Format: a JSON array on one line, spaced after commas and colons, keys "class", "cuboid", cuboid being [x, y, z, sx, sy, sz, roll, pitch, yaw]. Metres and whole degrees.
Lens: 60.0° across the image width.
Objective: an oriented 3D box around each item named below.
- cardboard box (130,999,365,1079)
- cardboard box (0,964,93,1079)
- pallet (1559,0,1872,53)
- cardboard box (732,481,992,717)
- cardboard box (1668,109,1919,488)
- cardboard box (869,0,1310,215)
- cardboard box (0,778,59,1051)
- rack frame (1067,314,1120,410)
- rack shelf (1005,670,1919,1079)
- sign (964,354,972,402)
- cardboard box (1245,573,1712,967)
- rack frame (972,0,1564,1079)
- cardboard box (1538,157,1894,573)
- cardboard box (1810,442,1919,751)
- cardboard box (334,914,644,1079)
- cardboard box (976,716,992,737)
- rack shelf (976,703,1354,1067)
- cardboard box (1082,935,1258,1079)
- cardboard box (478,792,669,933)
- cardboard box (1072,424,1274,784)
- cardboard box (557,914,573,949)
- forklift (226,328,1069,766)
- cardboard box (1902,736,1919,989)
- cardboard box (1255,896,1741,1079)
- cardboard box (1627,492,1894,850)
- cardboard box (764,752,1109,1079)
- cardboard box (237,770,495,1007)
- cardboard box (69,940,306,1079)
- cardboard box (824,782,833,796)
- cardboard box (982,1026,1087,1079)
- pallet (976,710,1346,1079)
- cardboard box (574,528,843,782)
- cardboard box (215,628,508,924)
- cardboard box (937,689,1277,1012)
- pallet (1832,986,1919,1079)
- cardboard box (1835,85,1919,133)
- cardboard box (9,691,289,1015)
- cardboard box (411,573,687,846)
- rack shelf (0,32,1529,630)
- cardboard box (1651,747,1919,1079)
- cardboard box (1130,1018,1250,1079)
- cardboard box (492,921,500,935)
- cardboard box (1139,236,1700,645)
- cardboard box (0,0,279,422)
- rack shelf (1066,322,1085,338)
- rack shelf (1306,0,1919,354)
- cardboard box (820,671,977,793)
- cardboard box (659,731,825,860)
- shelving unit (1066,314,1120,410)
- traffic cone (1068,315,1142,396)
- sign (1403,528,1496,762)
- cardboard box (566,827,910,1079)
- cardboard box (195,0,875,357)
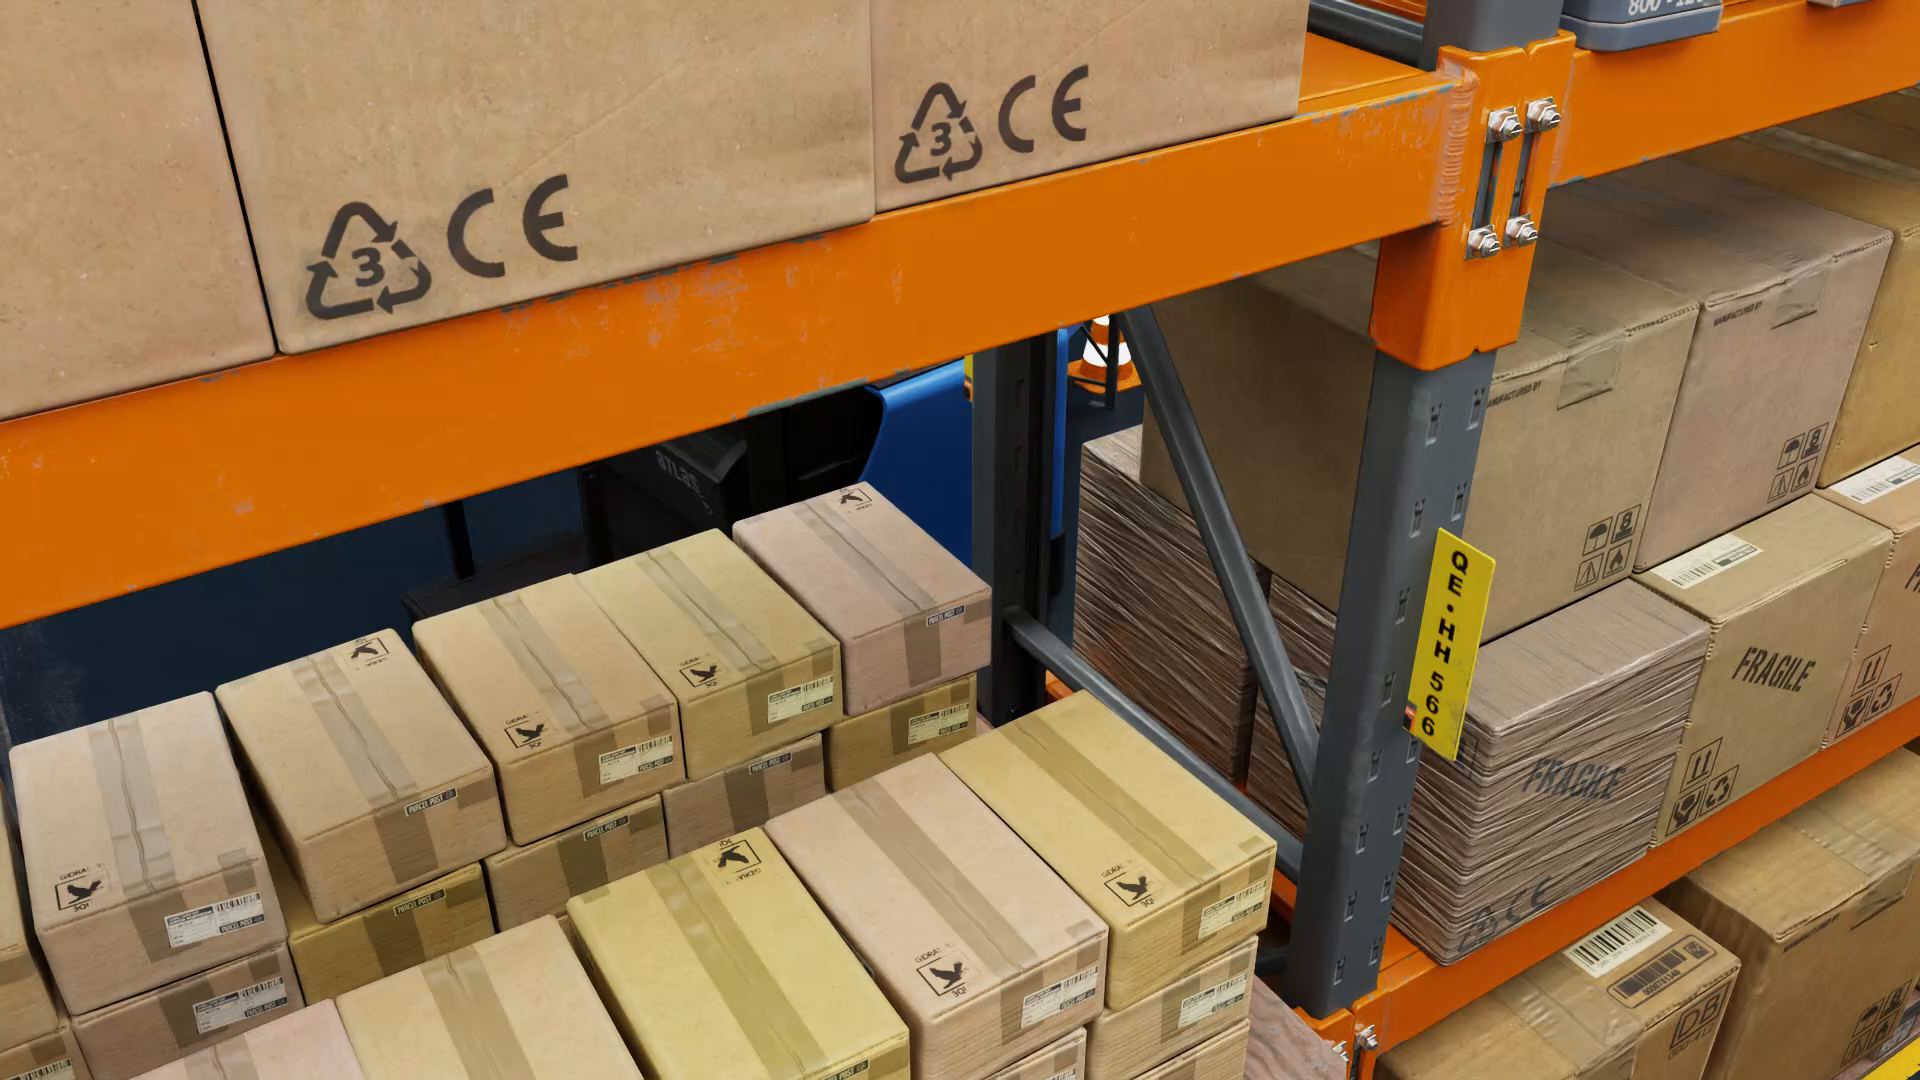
[{"class": "cardboard box", "cuboid": [-0.684, 0.675, 1.653, 0.250, 0.149, 0.380, -19, 37, -27]}, {"class": "cardboard box", "cuboid": [-1.256, 0.583, 2.078, 0.250, 0.149, 0.380, -19, 37, -28]}, {"class": "pallet", "cuboid": [0.853, -1.041, 2.455, 1.003, 0.211, 1.213, -17, 36, -25]}, {"class": "cardboard box", "cuboid": [-0.157, 0.082, 2.592, 0.250, 0.149, 0.380, -19, 37, -27]}, {"class": "cardboard box", "cuboid": [1.578, -0.529, 3.247, 0.500, 0.500, 0.700, -20, 37, -28]}, {"class": "cardboard box", "cuboid": [-0.002, -0.675, 1.603, 0.500, 0.500, 0.500, -19, 37, -27]}, {"class": "cardboard box", "cuboid": [-1.257, 0.462, 1.991, 0.250, 0.149, 0.380, -18, 36, -26]}, {"class": "rack frame", "cuboid": [0.441, -1.256, 6.835, 0.500, 1.500, 0.032, 15, 35, 22]}, {"class": "rack shelf", "cuboid": [2.021, 0.083, 3.981, 4.000, 0.370, 1.077, -19, 37, -27]}, {"class": "sign", "cuboid": [0.037, -0.380, 2.956, 0.005, 0.325, 0.100, -19, 37, -27]}, {"class": "cardboard box", "cuboid": [0.864, 0.306, 2.859, 0.500, 0.500, 0.500, -19, 37, -27]}, {"class": "rack frame", "cuboid": [0.342, 0.359, 2.870, 0.053, 2.616, 0.949, -19, 37, -27]}, {"class": "cardboard box", "cuboid": [1.148, -0.380, 3.010, 0.500, 0.500, 0.700, -20, 37, -28]}, {"class": "cardboard box", "cuboid": [1.714, 0.012, 3.325, 0.500, 0.500, 0.500, -19, 37, -27]}, {"class": "cardboard box", "cuboid": [-0.478, 0.608, 1.759, 0.250, 0.149, 0.380, -18, 36, -26]}, {"class": "cardboard box", "cuboid": [-0.145, 0.325, 2.766, 0.250, 0.149, 0.380, -20, 37, -28]}, {"class": "rack shelf", "cuboid": [-1.341, 1.240, 2.148, 4.000, 0.370, 1.077, -19, 37, -27]}, {"class": "cardboard box", "cuboid": [0.172, 0.507, 2.198, 0.250, 0.149, 0.380, -18, 37, -26]}, {"class": "cardboard box", "cuboid": [-0.624, 0.368, 2.419, 0.250, 0.149, 0.380, -20, 37, -29]}, {"class": "cardboard box", "cuboid": [0.574, 0.064, 3.243, 0.500, 0.500, 0.500, -19, 37, -27]}, {"class": "cardboard box", "cuboid": [-0.597, 0.480, 2.519, 0.250, 0.149, 0.380, -17, 36, -25]}, {"class": "forklift", "cuboid": [-1.083, -0.711, 4.630, 3.031, 2.935, 1.130, -24, 40, -33]}, {"class": "cardboard box", "cuboid": [2.417, 0.472, 4.406, 0.750, 0.750, 1.050, -19, 37, -27]}, {"class": "cardboard box", "cuboid": [0.901, 0.995, 3.575, 0.750, 0.750, 1.050, -20, 37, -28]}, {"class": "cardboard box", "cuboid": [1.290, 0.158, 3.094, 0.500, 0.500, 0.500, -19, 37, -28]}, {"class": "cardboard box", "cuboid": [-0.035, 0.453, 2.004, 0.250, 0.149, 0.380, -19, 37, -28]}, {"class": "cardboard box", "cuboid": [-0.836, 0.441, 2.303, 0.250, 0.149, 0.380, -19, 37, -27]}, {"class": "cardboard box", "cuboid": [-1.046, 0.512, 2.189, 0.250, 0.149, 0.380, -19, 37, -27]}, {"class": "cardboard box", "cuboid": [-0.371, 0.402, 2.643, 0.250, 0.149, 0.380, -17, 36, -25]}, {"class": "cardboard box", "cuboid": [-0.052, 0.585, 2.074, 0.250, 0.149, 0.380, -18, 36, -26]}, {"class": "pallet", "cuboid": [-0.201, 0.692, 2.521, 1.003, 0.211, 1.213, -19, 37, -27]}, {"class": "cardboard box", "cuboid": [-0.377, 0.160, 2.469, 0.250, 0.149, 0.380, -20, 37, -29]}, {"class": "cardboard box", "cuboid": [-0.809, 0.305, 2.239, 0.250, 0.149, 0.380, -21, 38, -29]}, {"class": "cardboard box", "cuboid": [0.177, 0.382, 2.118, 0.250, 0.149, 0.380, -21, 38, -29]}, {"class": "pallet", "cuboid": [2.068, 0.992, 4.479, 1.213, 0.211, 1.003, -19, 37, -27]}, {"class": "cardboard box", "cuboid": [2.007, -0.677, 3.481, 0.500, 0.500, 0.700, -19, 37, -28]}, {"class": "cardboard box", "cuboid": [-1.035, 0.384, 2.114, 0.250, 0.149, 0.380, -17, 36, -25]}, {"class": "cardboard box", "cuboid": [-0.586, 0.229, 2.360, 0.250, 0.149, 0.380, -19, 37, -28]}, {"class": "rack shelf", "cuboid": [-1.341, -0.029, 1.347, 4.000, 0.370, 1.077, -19, 37, -27]}, {"class": "cardboard box", "cuboid": [1.634, 0.741, 3.978, 0.750, 0.750, 1.050, -18, 37, -27]}, {"class": "cardboard box", "cuboid": [0.175, 0.635, 2.274, 0.250, 0.149, 0.380, -18, 37, -27]}, {"class": "cardboard box", "cuboid": [-0.823, 0.559, 2.394, 0.250, 0.149, 0.380, -17, 36, -25]}, {"class": "cardboard box", "cuboid": [0.723, -0.233, 2.777, 0.500, 0.500, 0.700, -19, 37, -28]}, {"class": "cardboard box", "cuboid": [-0.838, -0.382, 1.138, 0.500, 0.500, 0.500, -19, 37, -27]}, {"class": "rack shelf", "cuboid": [0.218, -0.860, 6.544, 0.538, 0.185, 1.000, 15, 35, 22]}, {"class": "rack shelf", "cuboid": [2.021, -1.185, 3.180, 4.000, 0.370, 1.077, -19, 37, -27]}, {"class": "cardboard box", "cuboid": [-0.174, 0.210, 2.669, 0.250, 0.149, 0.380, -17, 36, -25]}, {"class": "cardboard box", "cuboid": [-0.401, 0.289, 2.543, 0.250, 0.149, 0.380, -17, 36, -25]}, {"class": "shelving unit", "cuboid": [0.218, -1.012, 6.448, 0.538, 1.500, 1.048, 15, 35, 22]}, {"class": "traffic cone", "cuboid": [0.652, -0.930, 7.291, 0.334, 0.463, 0.336, -19, 37, -27]}, {"class": "sign", "cuboid": [0.642, 0.142, 2.203, 0.005, 0.325, 0.100, -19, 37, -27]}, {"class": "cardboard box", "cuboid": [-0.256, 0.529, 1.884, 0.250, 0.149, 0.380, -18, 36, -26]}, {"class": "cardboard box", "cuboid": [-0.415, -0.524, 1.364, 0.500, 0.500, 0.500, -19, 37, -27]}]
